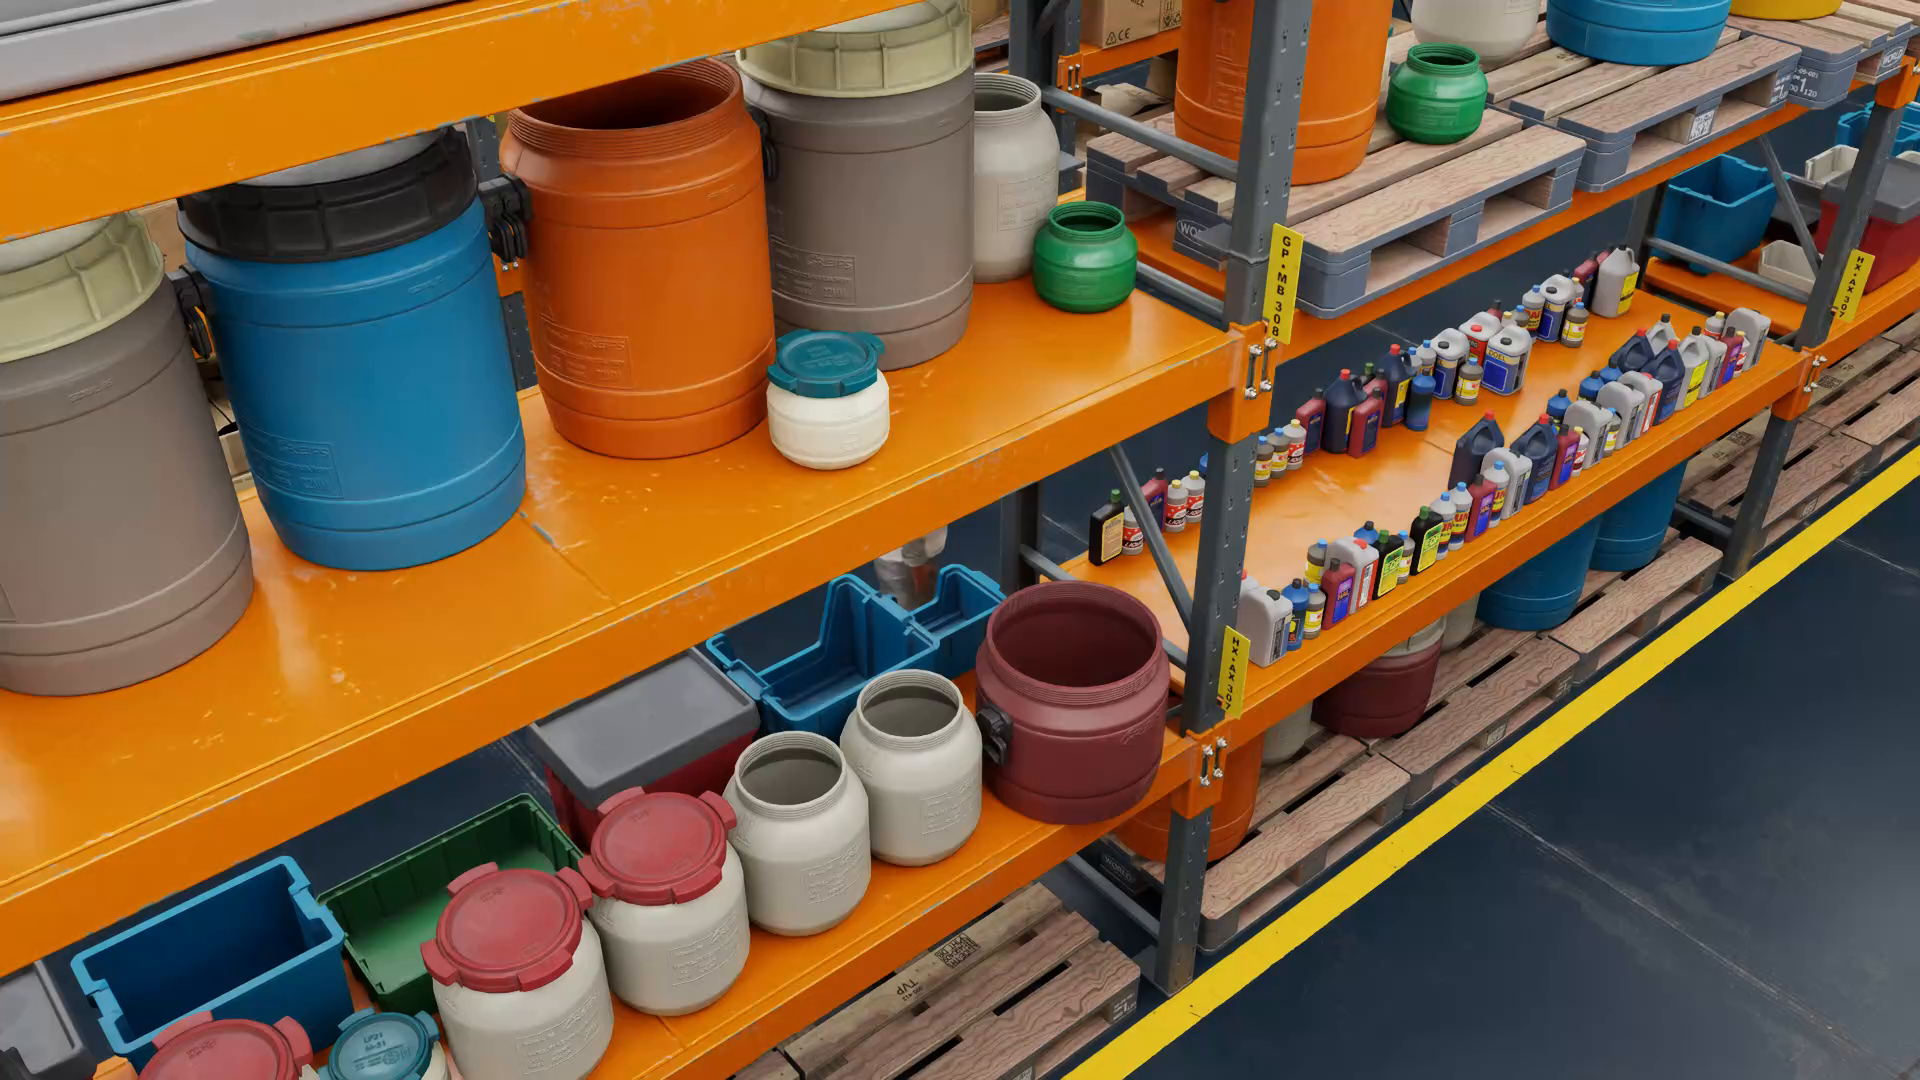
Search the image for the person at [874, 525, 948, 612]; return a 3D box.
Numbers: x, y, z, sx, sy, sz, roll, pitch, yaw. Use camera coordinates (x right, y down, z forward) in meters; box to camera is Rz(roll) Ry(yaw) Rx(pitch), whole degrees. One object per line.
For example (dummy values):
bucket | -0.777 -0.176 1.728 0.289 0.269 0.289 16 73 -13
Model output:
person | -0.242 -0.017 7.084 0.358 1.770 0.530 -10 37 -14
